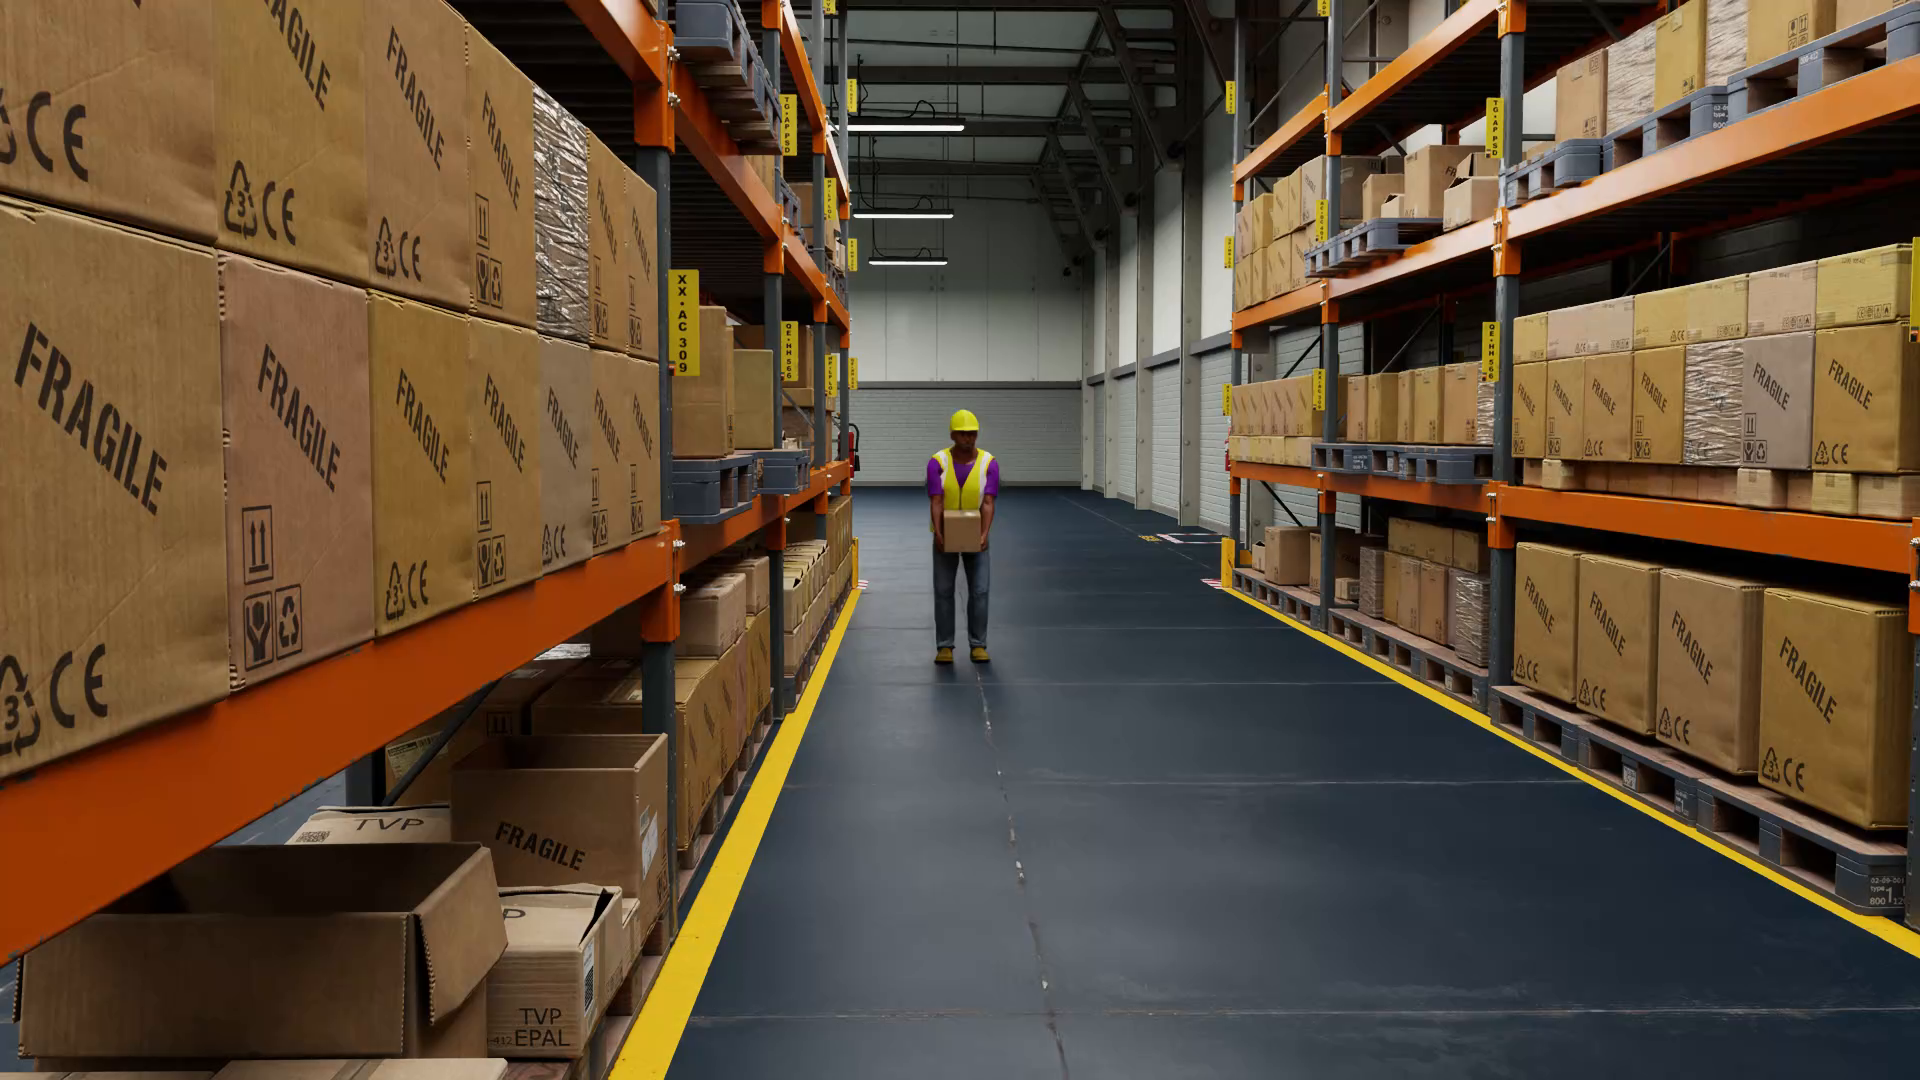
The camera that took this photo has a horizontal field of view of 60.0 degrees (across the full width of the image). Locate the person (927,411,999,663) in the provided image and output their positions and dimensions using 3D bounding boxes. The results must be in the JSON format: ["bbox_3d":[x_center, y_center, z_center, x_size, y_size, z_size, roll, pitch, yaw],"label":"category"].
[{"bbox_3d":[0.023,-0.022,11.546,0.501,1.746,0.593,0,4,-2],"label":"person"}]
